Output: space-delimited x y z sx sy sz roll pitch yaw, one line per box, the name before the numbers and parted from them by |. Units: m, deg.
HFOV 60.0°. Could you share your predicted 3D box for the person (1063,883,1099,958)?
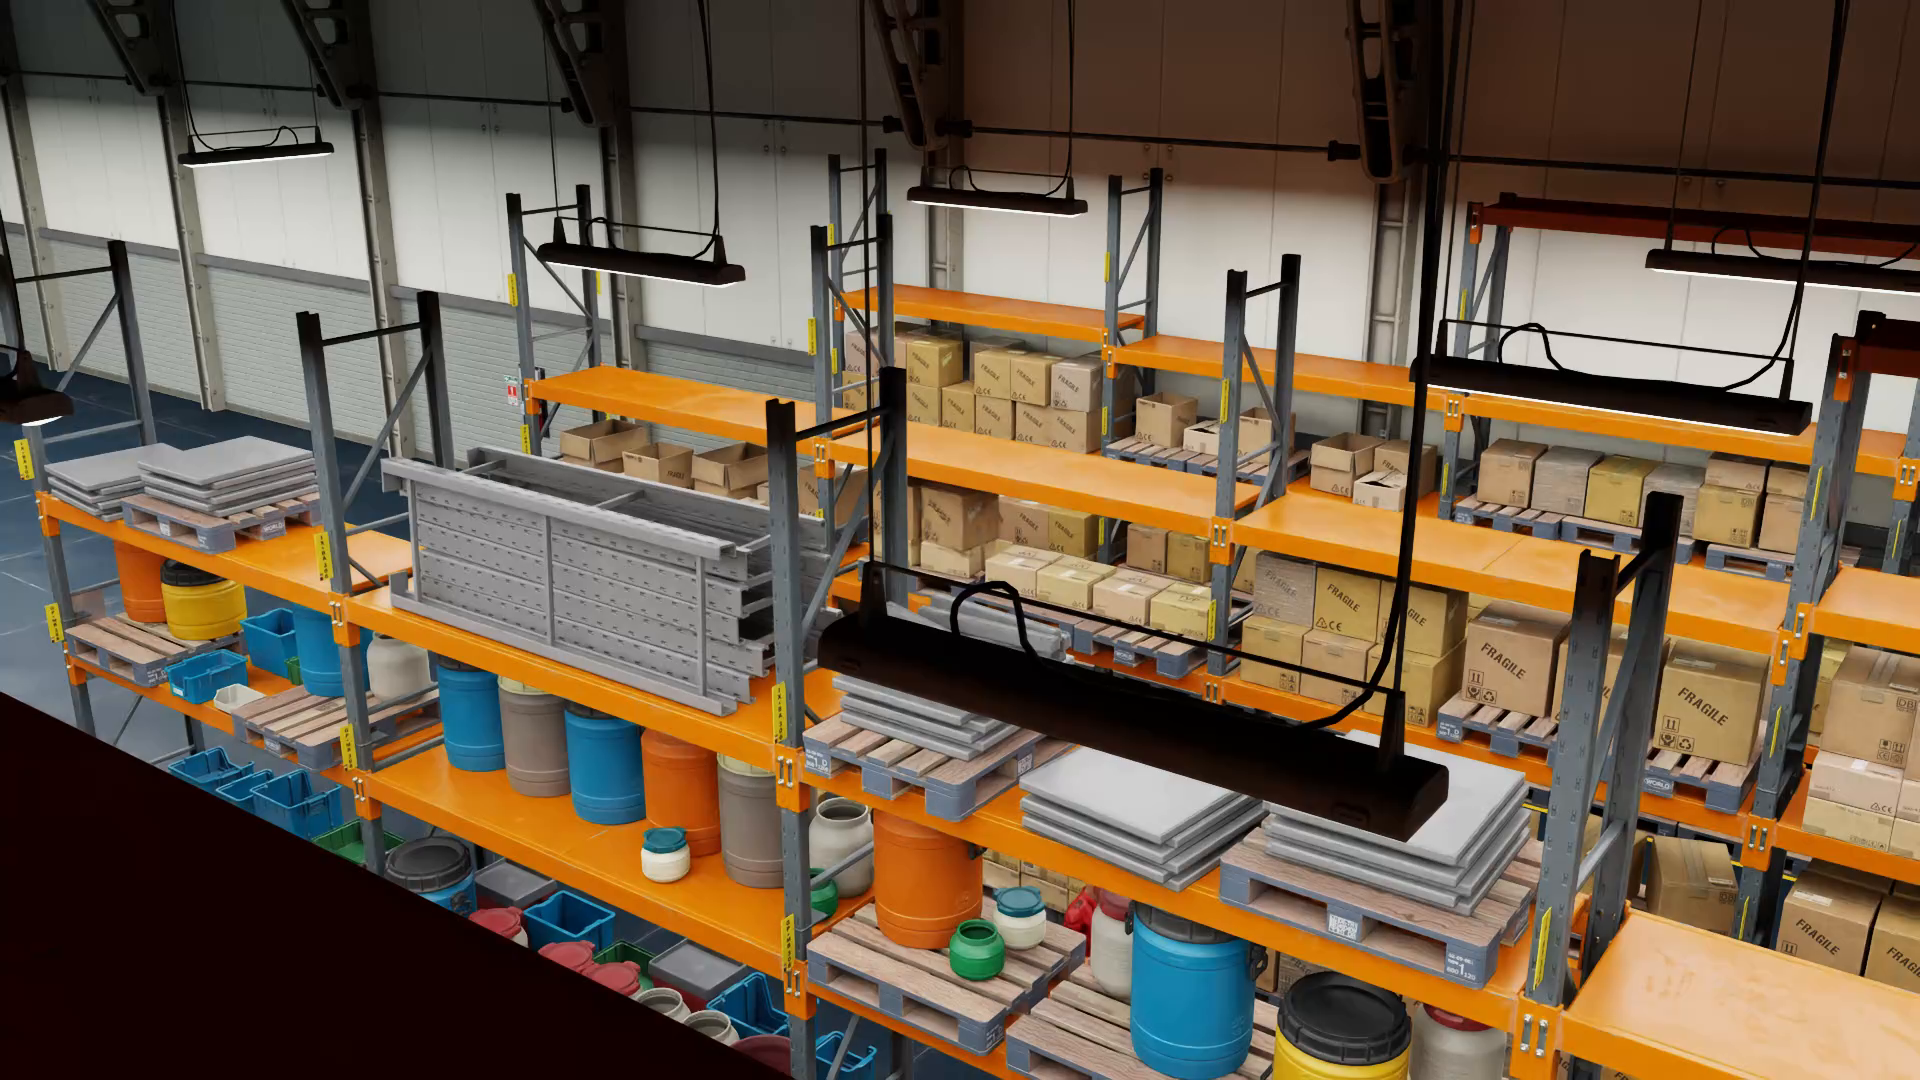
person | 0.910 3.255 12.680 0.533 1.722 0.605 14 23 35
